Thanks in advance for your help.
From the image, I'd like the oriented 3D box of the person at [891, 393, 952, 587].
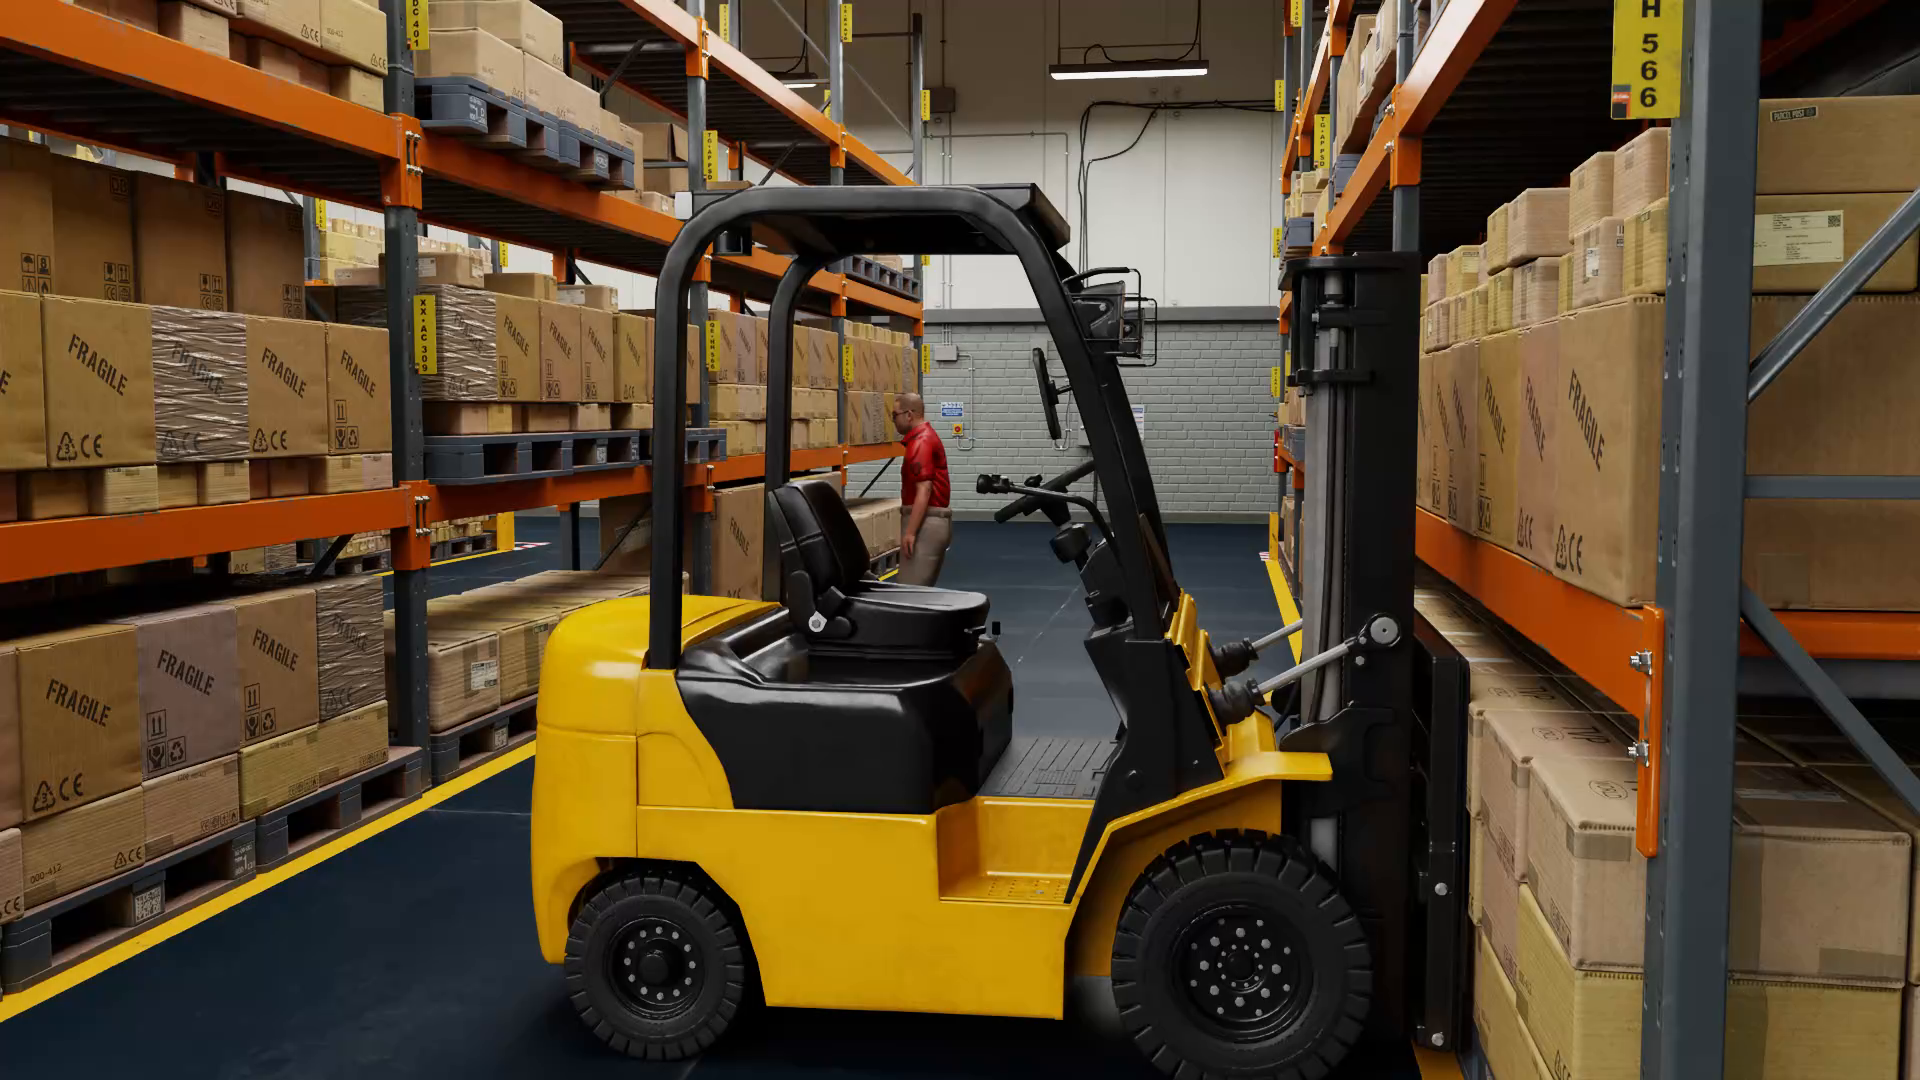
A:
[{"bbox_3d":[-0.253,-0.047,10.332,0.390,1.726,0.588,0,4,6],"label":"person"}]
